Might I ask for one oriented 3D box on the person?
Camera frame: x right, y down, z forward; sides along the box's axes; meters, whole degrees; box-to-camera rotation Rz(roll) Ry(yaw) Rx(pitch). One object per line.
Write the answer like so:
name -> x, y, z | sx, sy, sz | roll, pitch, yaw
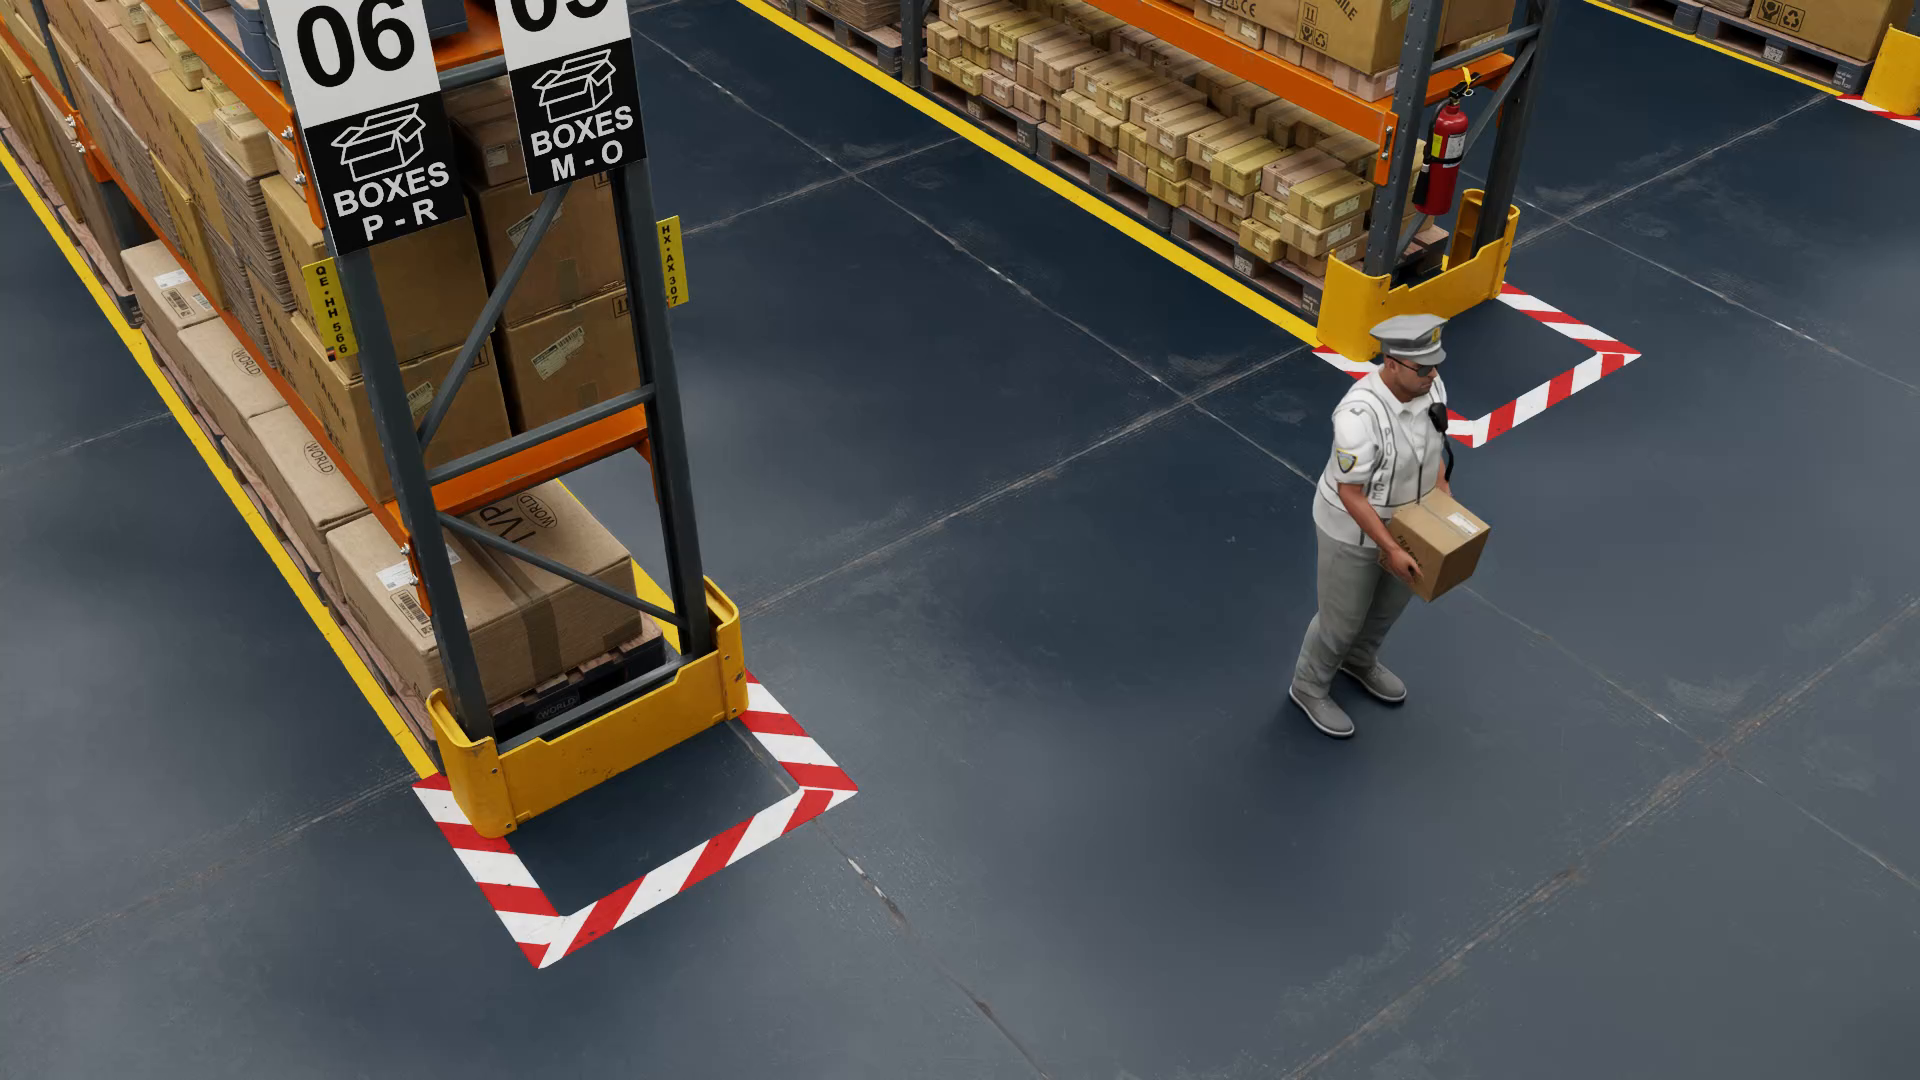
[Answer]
person -> 1.595, -0.041, 6.179 | 0.524, 1.774, 0.536 | -27, 47, -28
